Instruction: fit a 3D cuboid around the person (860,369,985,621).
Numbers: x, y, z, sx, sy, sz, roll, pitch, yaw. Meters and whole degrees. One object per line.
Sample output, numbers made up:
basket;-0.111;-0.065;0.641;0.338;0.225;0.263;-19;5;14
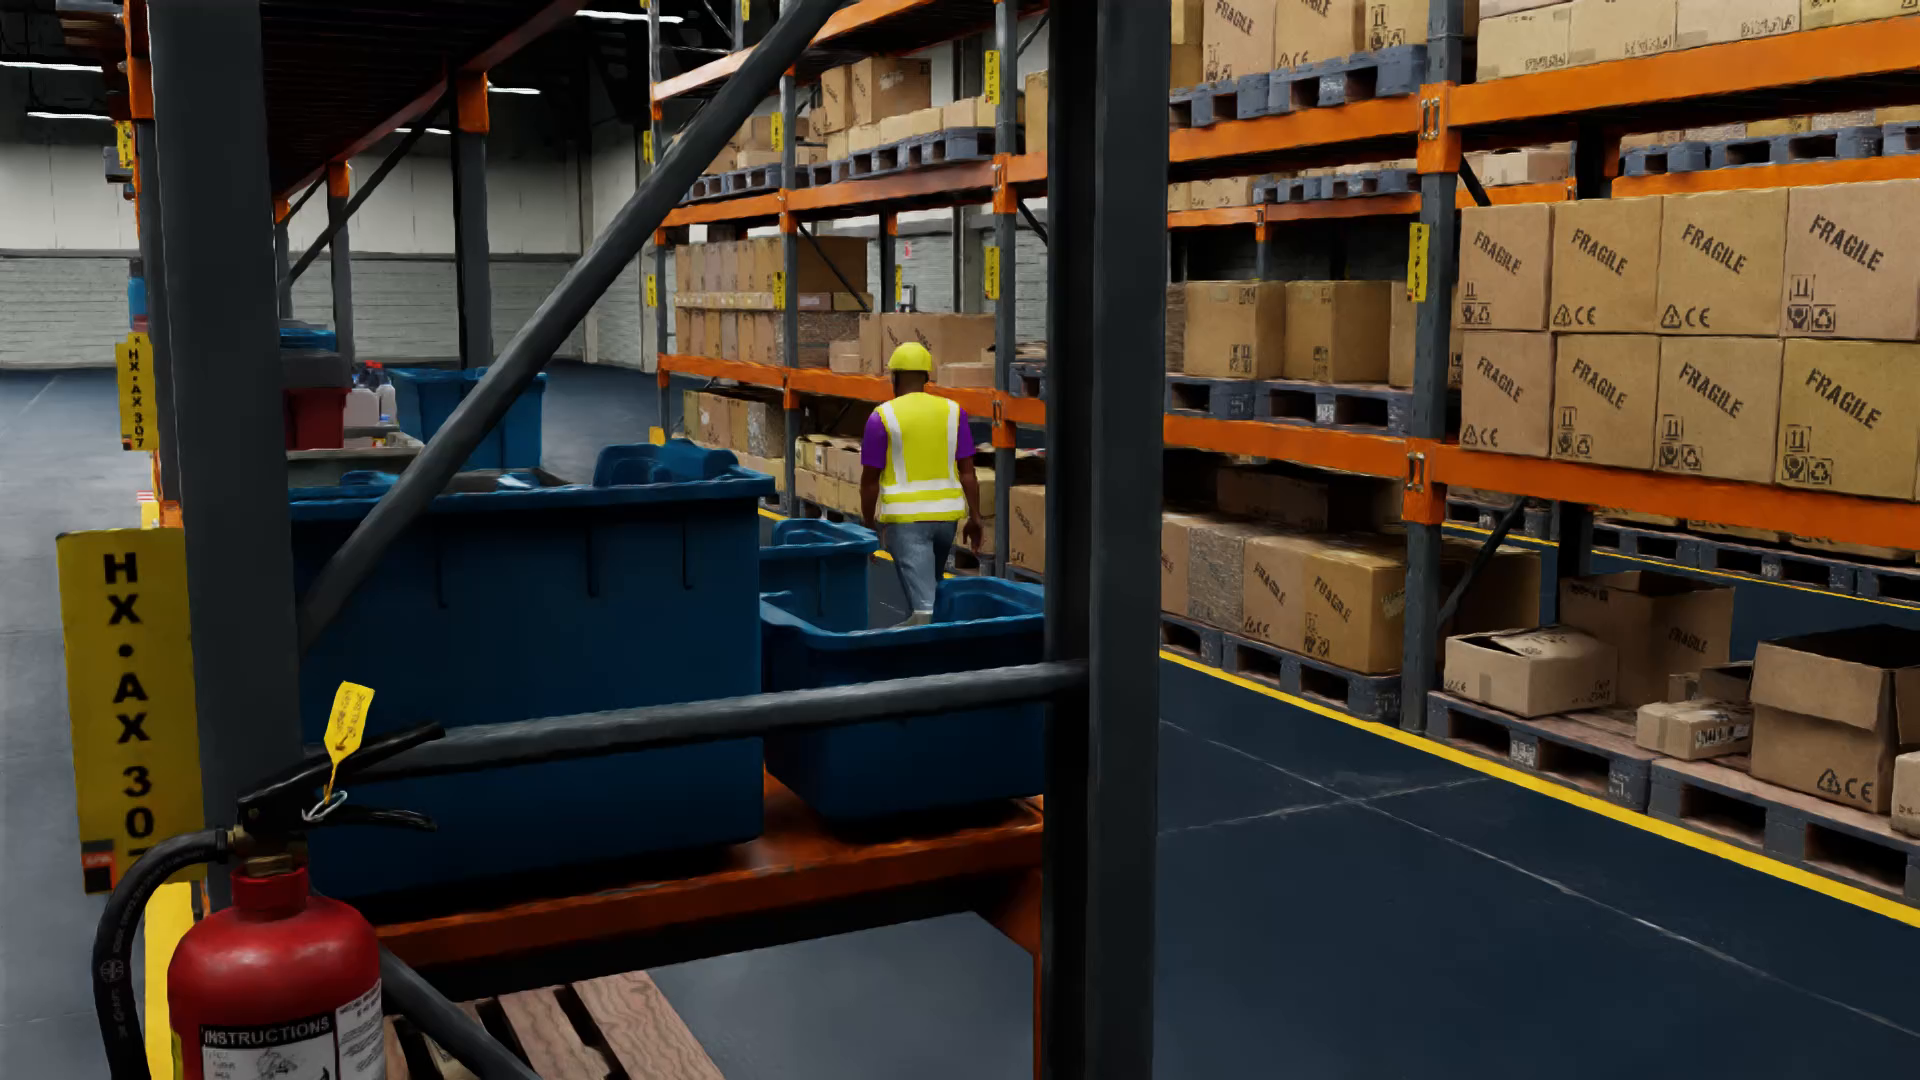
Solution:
person;-0.232;-0.104;8.166;0.580;1.652;1.124;-4;10;-27
